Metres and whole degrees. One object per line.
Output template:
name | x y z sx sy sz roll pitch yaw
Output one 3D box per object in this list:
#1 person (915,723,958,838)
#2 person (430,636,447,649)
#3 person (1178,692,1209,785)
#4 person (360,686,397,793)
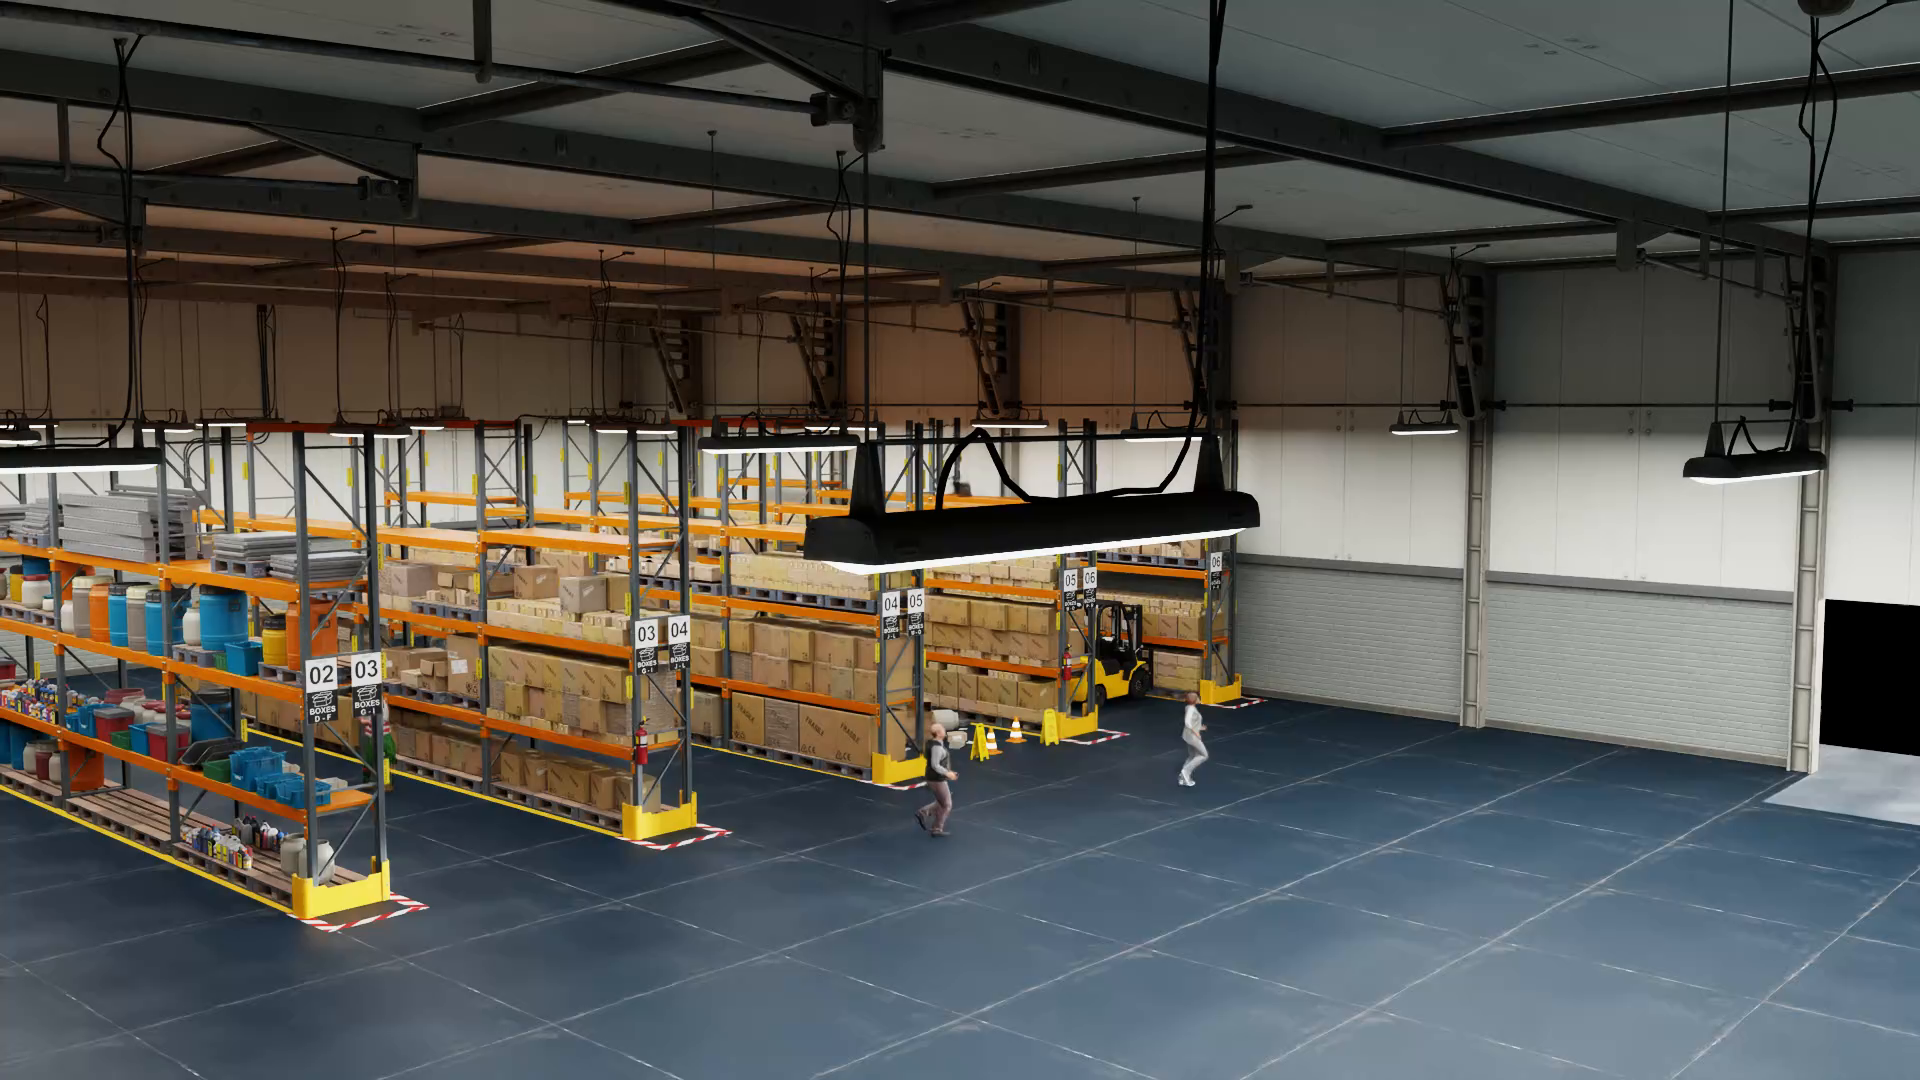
person | -0.350 3.508 24.277 0.580 1.677 0.644 -1 5 -11
person | -12.591 2.211 40.127 0.823 1.697 0.673 -1 5 -7
person | 3.888 3.303 27.572 0.547 1.535 0.514 0 5 -6
person | -9.506 3.223 27.135 0.777 1.850 0.664 4 6 39
